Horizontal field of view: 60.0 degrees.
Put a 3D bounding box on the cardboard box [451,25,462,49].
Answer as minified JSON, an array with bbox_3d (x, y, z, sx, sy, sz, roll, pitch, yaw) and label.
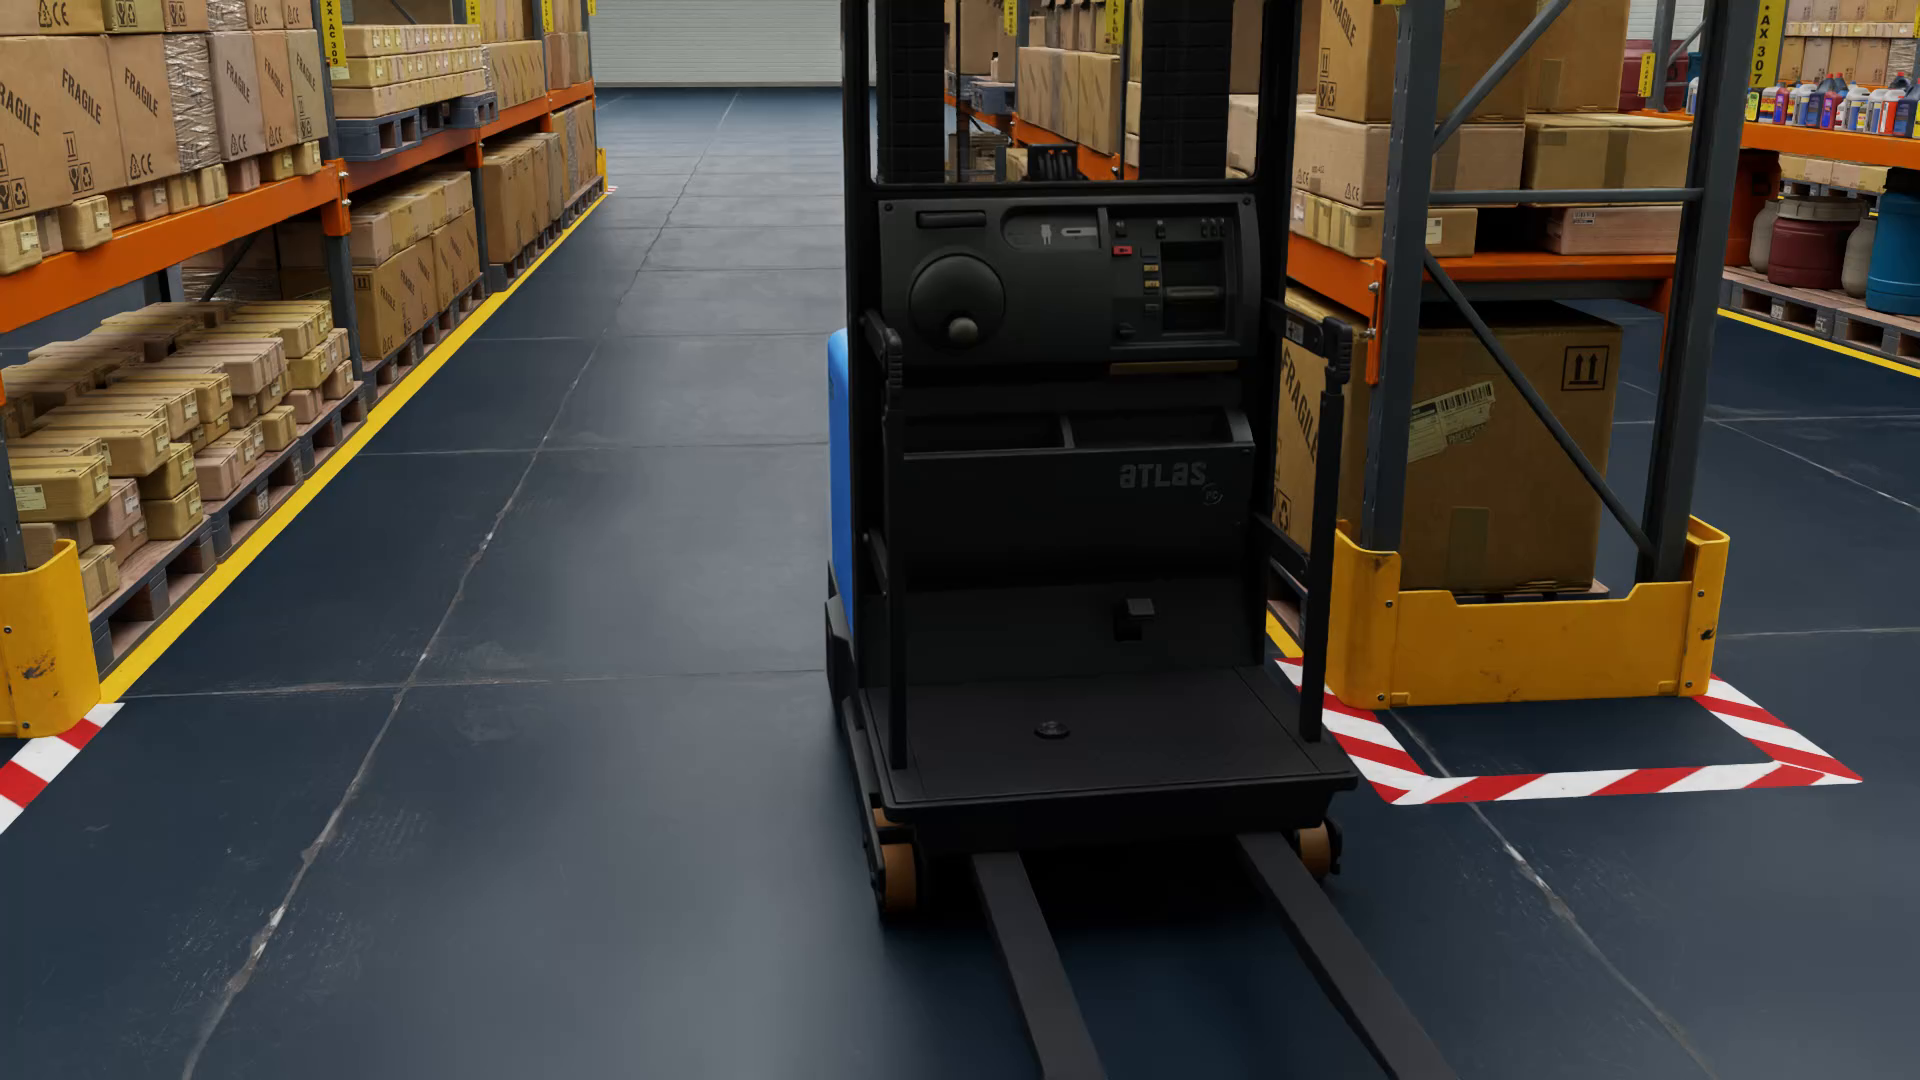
[{"bbox_3d":[-3.443,-3.251,10.749,0.380,0.149,0.250,-1,17,-4],"label":"cardboard box"}]

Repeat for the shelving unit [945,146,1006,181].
[{"bbox_3d":[-0.008,-0.738,6.525,0.587,1.500,1.083,-2,18,-6],"label":"shelving unit"}]

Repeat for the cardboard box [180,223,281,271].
[{"bbox_3d":[-3.947,-1.639,9.109,0.500,0.250,0.500,-2,18,-7],"label":"cardboard box"}]

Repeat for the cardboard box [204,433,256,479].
[{"bbox_3d":[-3.115,-0.334,6.791,0.380,0.149,0.250,-2,18,-6],"label":"cardboard box"}]

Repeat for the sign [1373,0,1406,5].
[{"bbox_3d":[1.197,-1.643,4.575,0.100,0.325,0.005,-2,18,-6],"label":"sign"}]

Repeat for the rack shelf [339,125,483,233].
[{"bbox_3d":[-3.825,-2.312,10.234,1.077,0.370,4.000,-2,18,-6],"label":"rack shelf"}]

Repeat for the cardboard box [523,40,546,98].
[{"bbox_3d":[-4.124,-4.343,15.336,0.500,0.500,0.500,-2,18,-6],"label":"cardboard box"}]

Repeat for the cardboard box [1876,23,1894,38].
[{"bbox_3d":[10.060,-5.454,17.791,0.380,0.149,0.250,-2,18,-7],"label":"cardboard box"}]

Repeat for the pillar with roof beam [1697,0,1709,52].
[{"bbox_3d":[10.281,-12.339,30.957,9.100,9.000,0.400,-2,18,-6],"label":"pillar with roof beam"}]

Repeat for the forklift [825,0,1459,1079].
[{"bbox_3d":[0.304,-0.638,3.816,1.130,2.935,3.031,-3,18,-8],"label":"forklift"}]

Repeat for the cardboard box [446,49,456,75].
[{"bbox_3d":[-3.420,-3.034,10.554,0.380,0.149,0.250,-2,18,-6],"label":"cardboard box"}]

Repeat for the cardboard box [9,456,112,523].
[{"bbox_3d":[-2.922,-0.158,5.238,0.380,0.149,0.250,-3,18,-8],"label":"cardboard box"}]

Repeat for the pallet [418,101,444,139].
[{"bbox_3d":[-3.786,-2.571,10.178,1.003,0.211,1.213,-2,18,-6],"label":"pallet"}]

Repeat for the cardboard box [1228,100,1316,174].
[{"bbox_3d":[1.319,-1.500,6.200,0.500,0.250,0.500,-2,18,-8],"label":"cardboard box"}]

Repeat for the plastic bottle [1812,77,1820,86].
[{"bbox_3d":[6.329,-3.295,12.360,0.061,0.283,0.133,-2,18,-6],"label":"plastic bottle"}]

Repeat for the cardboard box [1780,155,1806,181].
[{"bbox_3d":[9.929,-4.337,19.374,0.500,0.250,0.500,-2,18,-6],"label":"cardboard box"}]

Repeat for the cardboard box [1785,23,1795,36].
[{"bbox_3d":[9.876,-5.988,19.494,0.380,0.149,0.250,-2,18,-7],"label":"cardboard box"}]

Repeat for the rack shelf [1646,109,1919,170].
[{"bbox_3d":[6.046,-2.588,11.113,1.077,0.370,4.000,-2,18,-6],"label":"rack shelf"}]

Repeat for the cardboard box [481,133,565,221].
[{"bbox_3d":[-4.290,-3.387,15.514,1.050,0.750,0.750,-2,18,-6],"label":"cardboard box"}]

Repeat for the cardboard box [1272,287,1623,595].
[{"bbox_3d":[1.592,-0.365,5.679,0.875,0.875,0.875,-2,18,-6],"label":"cardboard box"}]

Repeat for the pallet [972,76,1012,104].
[{"bbox_3d":[0.668,-3.871,14.319,1.003,0.211,1.213,-2,18,-6],"label":"pallet"}]

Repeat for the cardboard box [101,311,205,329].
[{"bbox_3d":[-3.820,-0.990,7.888,0.380,0.149,0.250,-1,17,-3],"label":"cardboard box"}]

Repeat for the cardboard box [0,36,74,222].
[{"bbox_3d":[-2.978,-1.199,4.826,0.500,0.500,0.500,-1,17,-3],"label":"cardboard box"}]

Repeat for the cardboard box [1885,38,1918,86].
[{"bbox_3d":[10.302,-5.050,17.589,0.700,0.500,0.500,-2,18,-7],"label":"cardboard box"}]

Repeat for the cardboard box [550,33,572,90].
[{"bbox_3d":[-4.512,-4.951,17.190,0.875,0.550,0.550,-2,18,-6],"label":"cardboard box"}]

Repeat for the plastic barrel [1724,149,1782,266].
[{"bbox_3d":[5.907,-2.547,12.703,0.600,0.830,0.708,-2,18,-6],"label":"plastic barrel"}]

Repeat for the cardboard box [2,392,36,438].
[{"bbox_3d":[-3.681,-0.449,6.163,0.380,0.149,0.250,-1,17,-4],"label":"cardboard box"}]

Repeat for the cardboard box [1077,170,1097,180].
[{"bbox_3d":[1.146,-1.825,10.329,1.225,0.875,0.875,-2,18,-8],"label":"cardboard box"}]

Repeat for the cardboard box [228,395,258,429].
[{"bbox_3d":[-3.203,-0.564,7.028,0.380,0.149,0.250,-3,18,-8],"label":"cardboard box"}]

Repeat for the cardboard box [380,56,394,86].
[{"bbox_3d":[-3.231,-2.490,8.823,0.380,0.149,0.250,-2,18,-7],"label":"cardboard box"}]

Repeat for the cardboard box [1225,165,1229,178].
[{"bbox_3d":[1.216,-1.422,6.618,0.380,0.149,0.250,-1,17,-5],"label":"cardboard box"}]

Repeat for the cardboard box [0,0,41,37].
[{"bbox_3d":[-2.988,-1.676,4.675,0.500,0.500,0.500,-2,18,-6],"label":"cardboard box"}]

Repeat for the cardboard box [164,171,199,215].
[{"bbox_3d":[-3.125,-1.317,6.285,0.380,0.149,0.250,-1,17,-4],"label":"cardboard box"}]

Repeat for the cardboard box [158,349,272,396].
[{"bbox_3d":[-3.115,-0.699,6.960,0.380,0.149,0.250,-2,18,-8],"label":"cardboard box"}]

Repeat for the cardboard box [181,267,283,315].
[{"bbox_3d":[-3.946,-1.280,9.217,0.500,0.500,0.500,-2,18,-7],"label":"cardboard box"}]

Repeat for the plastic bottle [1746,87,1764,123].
[{"bbox_3d":[5.602,-3.084,11.689,0.061,0.283,0.133,-2,18,-6],"label":"plastic bottle"}]

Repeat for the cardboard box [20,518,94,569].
[{"bbox_3d":[-3.005,-0.013,5.274,0.380,0.149,0.250,-1,17,-3],"label":"cardboard box"}]

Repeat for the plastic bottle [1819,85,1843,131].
[{"bbox_3d":[5.693,-2.823,10.855,0.061,0.283,0.133,-2,18,-6],"label":"plastic bottle"}]

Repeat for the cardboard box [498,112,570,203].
[{"bbox_3d":[-4.439,-3.819,16.679,0.875,0.875,0.875,-2,17,-5],"label":"cardboard box"}]

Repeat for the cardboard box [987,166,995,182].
[{"bbox_3d":[0.631,-3.090,14.950,0.700,0.500,0.500,-3,18,-10],"label":"cardboard box"}]

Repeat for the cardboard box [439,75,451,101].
[{"bbox_3d":[-3.396,-2.816,10.358,0.380,0.149,0.250,-1,17,-4],"label":"cardboard box"}]

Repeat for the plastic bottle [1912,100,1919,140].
[{"bbox_3d":[5.832,-2.575,9.955,0.144,0.351,0.185,-2,18,-6],"label":"plastic bottle"}]

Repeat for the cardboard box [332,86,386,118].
[{"bbox_3d":[-3.202,-2.271,8.622,0.380,0.149,0.250,-3,18,-8],"label":"cardboard box"}]

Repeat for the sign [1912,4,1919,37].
[{"bbox_3d":[9.802,-5.304,16.986,0.100,0.325,0.005,-2,18,-6],"label":"sign"}]

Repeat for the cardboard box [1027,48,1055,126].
[{"bbox_3d":[0.748,-3.115,11.424,0.500,0.500,0.500,-2,18,-7],"label":"cardboard box"}]

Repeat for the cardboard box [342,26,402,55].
[{"bbox_3d":[-3.260,-2.714,9.040,0.380,0.149,0.250,-2,18,-5],"label":"cardboard box"}]

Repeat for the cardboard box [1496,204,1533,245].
[{"bbox_3d":[2.002,-1.063,5.474,0.380,0.149,0.250,-2,18,-6],"label":"cardboard box"}]

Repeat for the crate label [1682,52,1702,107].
[{"bbox_3d":[6.006,-3.848,13.868,0.502,0.435,0.616,-2,18,-6],"label":"crate label"}]

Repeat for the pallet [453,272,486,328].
[{"bbox_3d":[-3.952,-1.688,11.700,1.003,0.211,1.213,-2,18,-6],"label":"pallet"}]

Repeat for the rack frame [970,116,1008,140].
[{"bbox_3d":[0.088,-5.757,20.008,1.000,3.000,0.127,-2,18,-6],"label":"rack frame"}]

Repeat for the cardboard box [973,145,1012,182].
[{"bbox_3d":[0.432,-3.864,17.450,0.500,0.500,0.500,4,18,12],"label":"cardboard box"}]
